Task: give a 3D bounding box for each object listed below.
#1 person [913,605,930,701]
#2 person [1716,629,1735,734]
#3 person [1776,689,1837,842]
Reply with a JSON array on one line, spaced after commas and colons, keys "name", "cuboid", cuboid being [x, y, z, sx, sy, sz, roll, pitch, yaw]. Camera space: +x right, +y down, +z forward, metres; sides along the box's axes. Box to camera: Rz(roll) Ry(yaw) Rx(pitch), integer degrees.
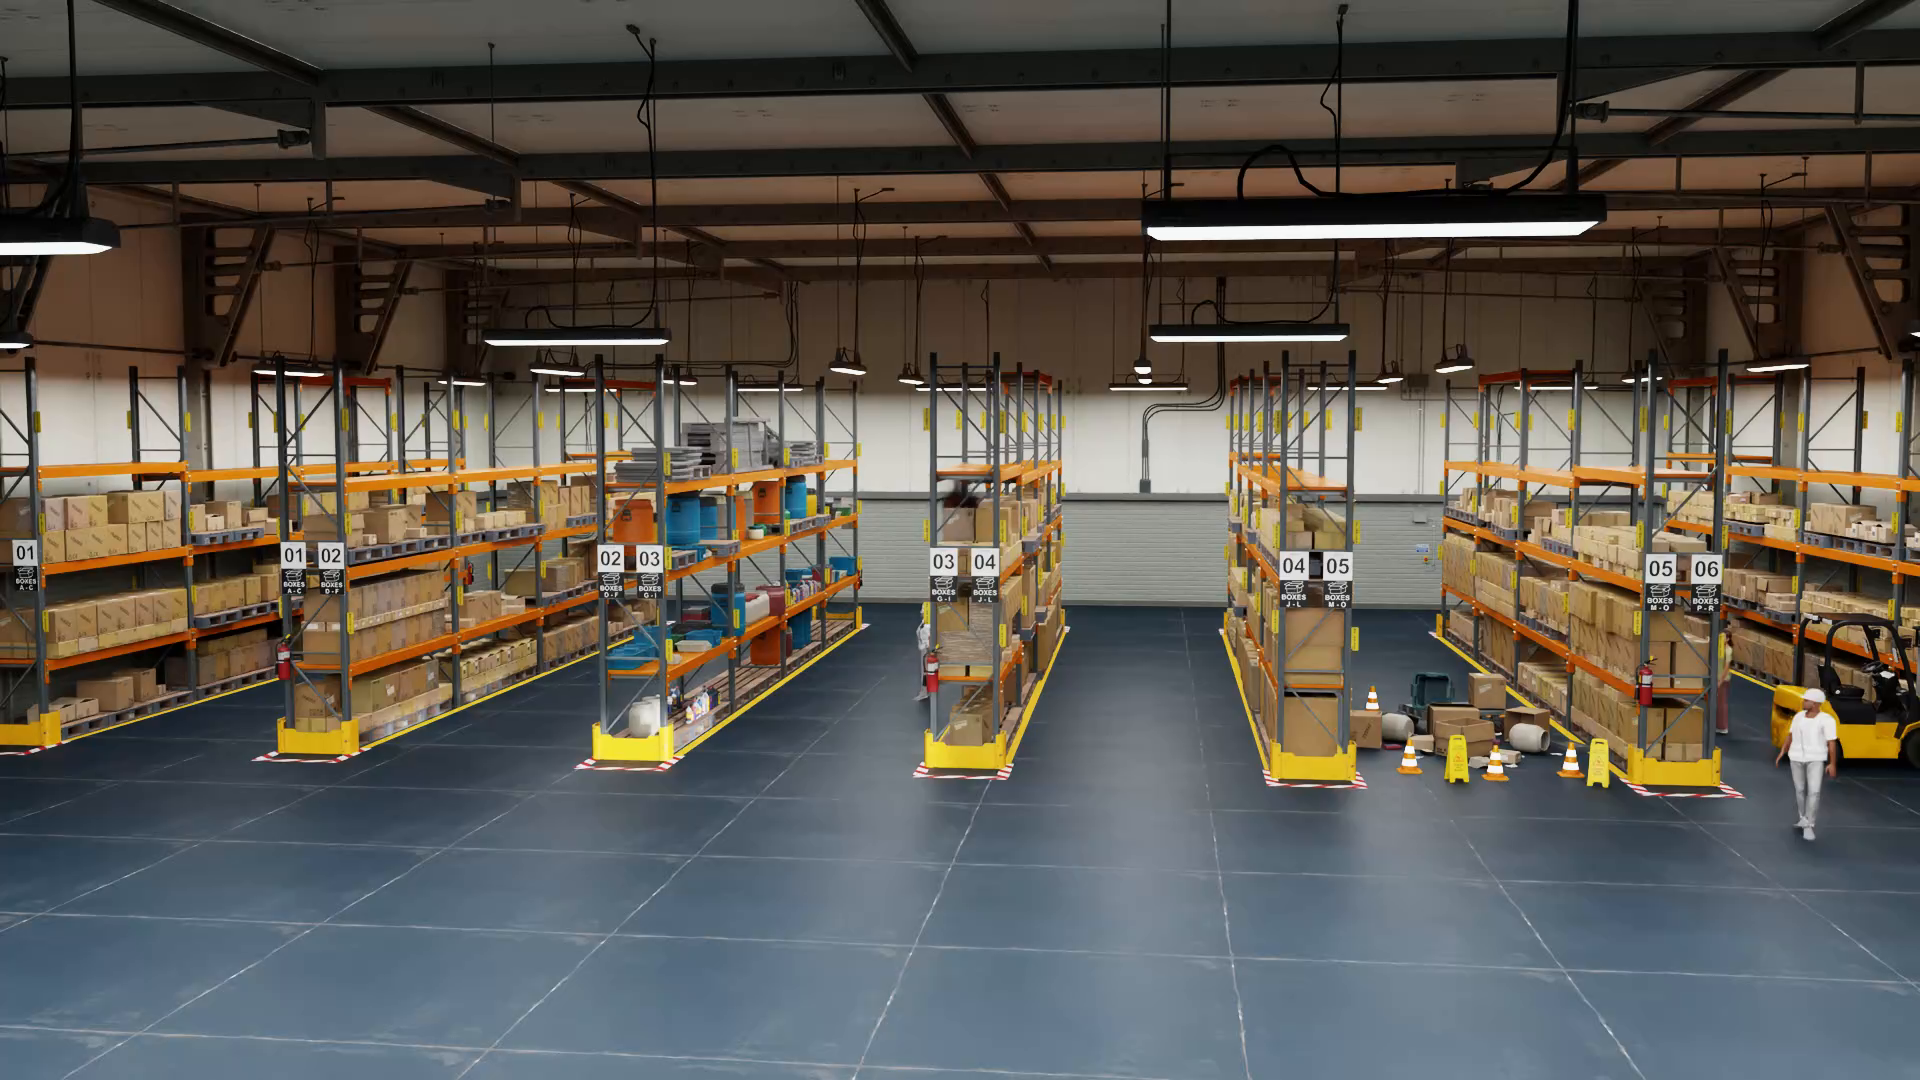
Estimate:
[{"name": "person", "cuboid": [-0.652, 2.034, 30.163, 0.497, 1.710, 0.482, -1, 4, -14]}, {"name": "person", "cuboid": [12.267, 2.295, 26.814, 0.387, 1.717, 0.475, 2, 5, 31]}, {"name": "person", "cuboid": [10.281, 2.699, 20.221, 0.679, 1.786, 0.780, 3, 5, 37]}]
